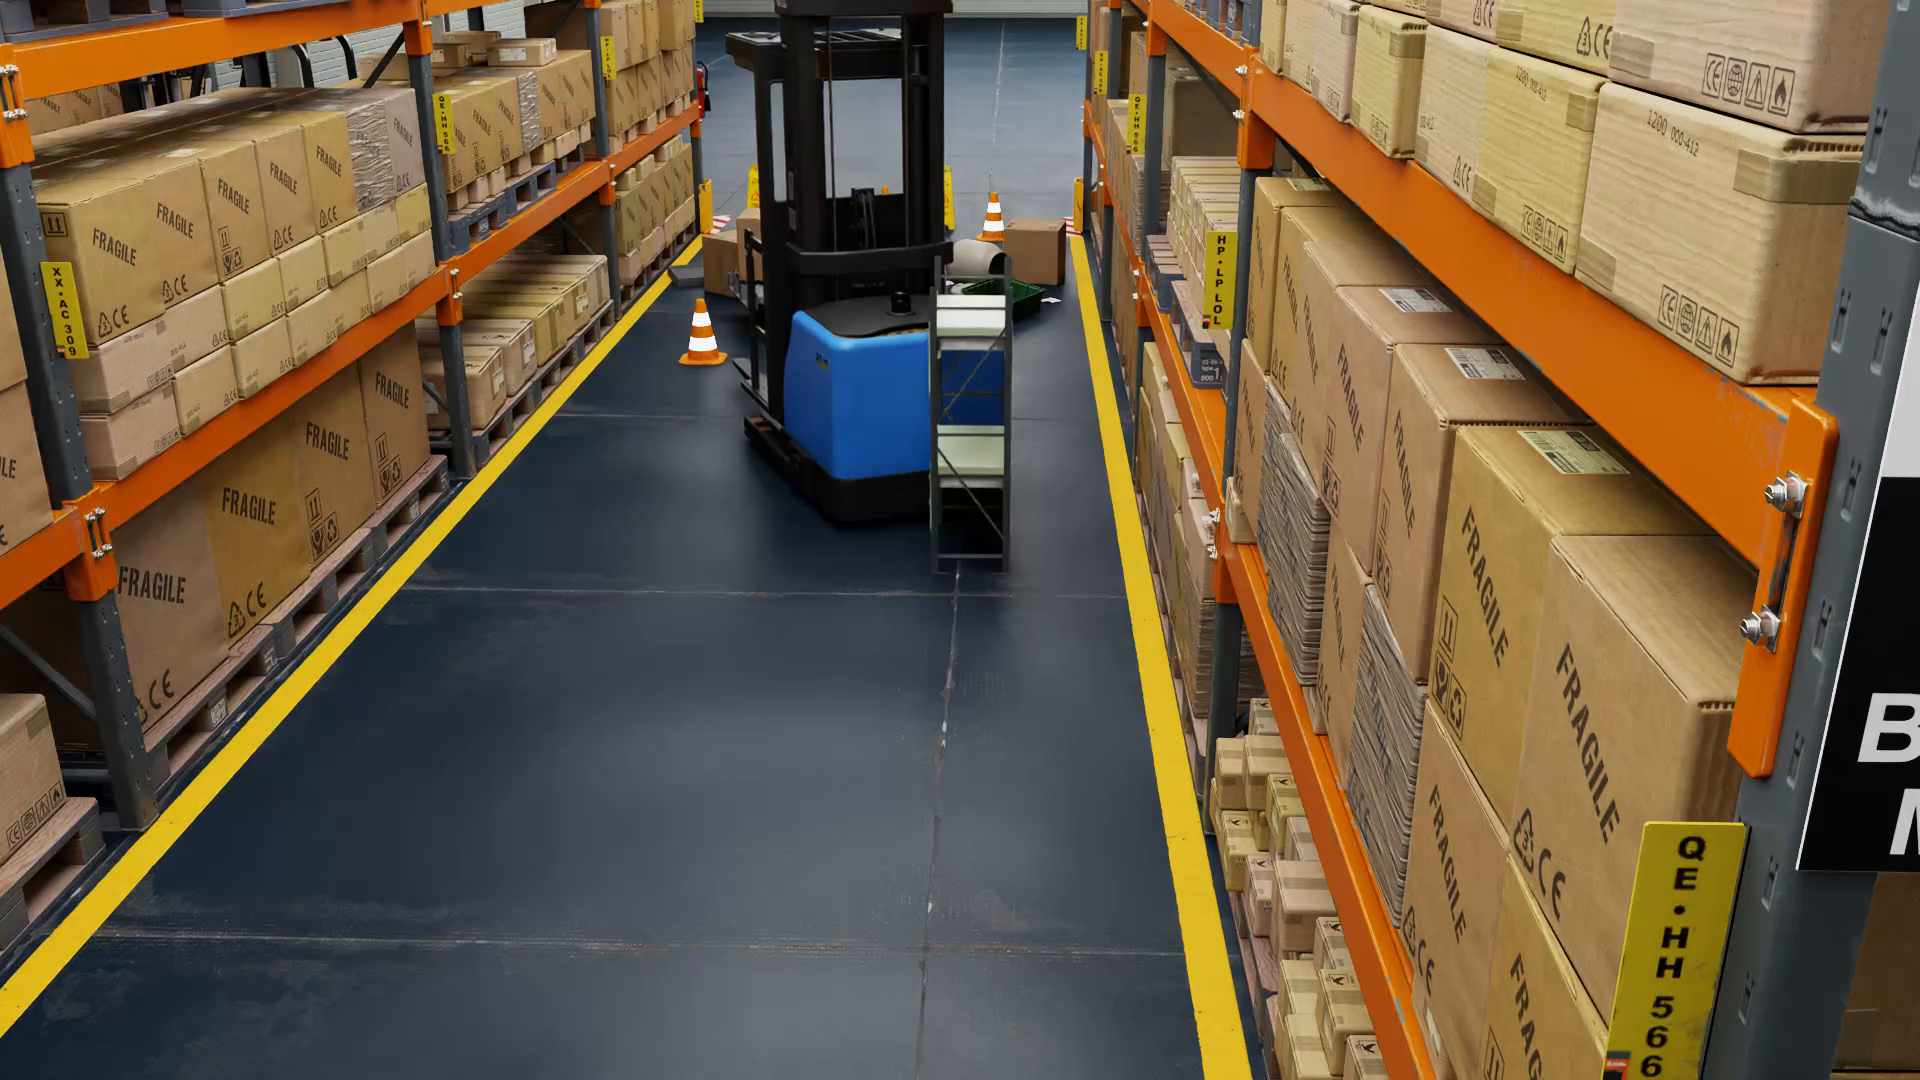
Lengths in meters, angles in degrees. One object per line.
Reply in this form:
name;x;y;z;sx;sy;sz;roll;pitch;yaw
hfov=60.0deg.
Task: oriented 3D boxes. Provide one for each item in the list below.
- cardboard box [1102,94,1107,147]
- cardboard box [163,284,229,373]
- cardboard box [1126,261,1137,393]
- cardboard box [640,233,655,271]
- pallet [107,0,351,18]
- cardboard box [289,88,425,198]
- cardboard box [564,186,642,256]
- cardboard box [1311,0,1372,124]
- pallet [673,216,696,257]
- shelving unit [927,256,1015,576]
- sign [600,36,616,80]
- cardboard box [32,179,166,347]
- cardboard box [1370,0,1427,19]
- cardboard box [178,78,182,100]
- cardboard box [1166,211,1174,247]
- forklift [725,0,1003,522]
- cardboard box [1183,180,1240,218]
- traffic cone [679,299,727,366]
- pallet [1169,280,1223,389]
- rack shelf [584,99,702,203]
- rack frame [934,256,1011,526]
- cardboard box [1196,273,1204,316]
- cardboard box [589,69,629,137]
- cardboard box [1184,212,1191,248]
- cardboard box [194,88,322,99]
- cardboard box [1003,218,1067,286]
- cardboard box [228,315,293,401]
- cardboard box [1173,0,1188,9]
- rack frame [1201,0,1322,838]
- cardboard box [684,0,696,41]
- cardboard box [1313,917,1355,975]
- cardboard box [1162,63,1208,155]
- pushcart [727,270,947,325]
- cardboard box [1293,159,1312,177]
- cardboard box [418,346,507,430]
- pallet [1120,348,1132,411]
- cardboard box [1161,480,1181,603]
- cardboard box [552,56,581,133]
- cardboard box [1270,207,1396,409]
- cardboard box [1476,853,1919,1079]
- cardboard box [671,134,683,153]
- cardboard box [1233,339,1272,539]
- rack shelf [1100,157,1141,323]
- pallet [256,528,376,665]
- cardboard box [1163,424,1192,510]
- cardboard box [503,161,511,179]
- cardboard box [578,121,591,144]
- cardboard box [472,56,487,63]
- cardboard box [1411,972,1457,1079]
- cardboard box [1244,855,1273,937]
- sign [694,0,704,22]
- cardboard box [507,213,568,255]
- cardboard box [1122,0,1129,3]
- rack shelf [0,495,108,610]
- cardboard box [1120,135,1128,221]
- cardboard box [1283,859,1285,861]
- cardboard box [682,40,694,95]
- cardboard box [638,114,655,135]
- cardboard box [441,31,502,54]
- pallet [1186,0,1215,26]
cardboard box;1.649;-3.606;13.967;0.875;0.550;0.550;1;21;2
cardboard box;-3.256;-0.836;6.554;0.500;0.250;0.500;1;21;2
cardboard box;1.665;-1.439;11.121;1.050;0.750;0.750;1;21;2
cardboard box;-3.003;-2.538;14.645;0.500;0.250;0.500;2;21;5
pallet;-3.415;-2.447;7.304;1.003;0.211;1.213;2;21;4
cardboard box;-3.171;-2.098;8.768;0.500;0.500;0.500;0;21;0
cardboard box;-3.008;-2.695;14.011;0.500;0.500;0.500;2;21;4
cardboard box;1.093;-1.105;3.791;0.500;0.250;0.500;2;21;4
pallet;-3.236;-3.046;16.588;1.003;0.211;1.213;1;21;2
shelving unit;0.060;-0.652;8.636;0.431;1.500;0.755;0;21;1
sign;-2.741;-3.756;12.962;0.100;0.325;0.005;1;21;2
cardboard box;-3.238;-0.997;5.932;0.500;0.500;0.500;1;21;2
cardboard box;1.110;-1.148;3.209;0.500;0.250;0.500;0;21;-1
cardboard box;-7.913;-4.399;16.081;0.500;0.500;0.500;1;21;3
cardboard box;1.318;-1.676;8.968;0.380;0.149;0.250;0;21;1
forklift;-0.733;-1.967;10.047;1.130;2.935;3.031;-8;23;-20
cardboard box;1.300;-1.666;8.121;0.380;0.149;0.250;0;21;-1
traffic cone;-1.934;-1.575;12.447;0.336;0.463;0.334;1;21;2
pallet;1.514;-0.951;7.599;1.003;0.211;1.213;1;21;2
rack shelf;-3.235;-3.609;15.177;1.077;0.370;4.000;1;21;2
rack frame;0.066;-0.784;8.977;0.400;1.500;0.023;0;21;1
cardboard box;1.271;-1.102;7.490;0.380;0.149;0.250;0;21;0
cardboard box;-3.003;-3.562;13.514;0.500;0.500;0.500;1;21;1
cardboard box;1.300;-1.516;8.144;0.380;0.149;0.250;1;21;2
cardboard box;-3.677;-2.112;8.804;0.500;0.500;0.500;0;21;0
cardboard box;0.677;-2.611;15.065;0.500;0.500;0.500;4;22;11
cardboard box;-3.216;-0.787;7.118;0.500;0.250;0.500;0;21;1
cardboard box;1.232;-2.637;7.392;0.500;0.500;0.500;1;21;2
rack frame;1.412;-0.311;5.683;1.000;3.000;0.127;1;21;2
cardboard box;-2.971;-5.132;16.176;0.700;0.500;0.500;0;21;0
cardboard box;1.168;1.144;4.473;0.380;0.149;0.250;0;21;-1
cardboard box;1.571;-2.615;10.100;0.700;0.500;0.500;0;21;1
pushcart;-1.015;-1.991;13.640;1.648;0.377;0.936;-7;22;-17
cardboard box;1.977;-1.931;8.802;0.380;0.149;0.250;0;21;0
cardboard box;-3.390;-0.950;10.382;0.950;0.372;0.625;-1;21;-2
pallet;1.673;-1.181;11.781;1.003;0.211;1.213;1;21;2
cardboard box;1.219;0.018;7.711;0.500;0.500;0.500;0;21;0
cardboard box;-3.094;-3.253;12.137;0.500;0.500;0.500;1;21;2
cardboard box;1.154;-0.614;4.533;0.500;0.500;0.500;0;21;0
cardboard box;1.047;0.785;2.309;0.500;0.500;0.500;1;21;3
cardboard box;-2.882;-3.807;15.981;0.380;0.149;0.250;1;21;3
cardboard box;1.145;-0.320;5.156;0.500;0.500;0.500;0;21;1
rack shelf;1.595;-2.145;11.404;1.077;0.370;4.000;1;21;2
pallet;-3.556;0.249;8.094;1.003;0.211;1.213;1;21;2
cardboard box;1.213;-0.340;7.596;0.500;0.250;0.500;0;21;-1
cardboard box;-3.197;-2.459;10.986;0.380;0.149;0.250;1;21;4
cardboard box;-3.035;-3.111;12.666;0.380;0.149;0.250;1;21;2
cardboard box;-3.611;-3.255;12.140;0.500;0.500;0.500;1;21;2
cardboard box;1.040;0.859;3.016;0.380;0.149;0.250;1;21;3
cardboard box;1.116;1.138;5.311;0.380;0.149;0.250;1;21;1
sign;-2.620;-5.341;16.610;0.100;0.325;0.005;1;21;2
cardboard box;-3.546;-2.701;14.028;0.500;0.500;0.500;0;21;1
cardboard box;1.764;-4.495;14.767;0.875;0.550;0.500;1;21;2
rack shelf;-3.600;0.730;3.995;1.077;0.370;4.000;1;21;2
cardboard box;1.311;-2.330;10.750;0.500;0.500;0.500;0;21;1
cardboard box;1.181;1.090;5.022;0.380;0.149;0.250;0;21;-1
cardboard box;-2.915;-4.653;16.325;0.500;0.500;0.500;0;21;1
cardboard box;-2.917;-3.677;14.705;0.380;0.149;0.250;1;21;2
cardboard box;-3.663;-3.738;12.490;0.380;0.149;0.250;1;21;1
pallet;1.566;-2.218;6.713;1.213;0.211;1.003;1;21;2
